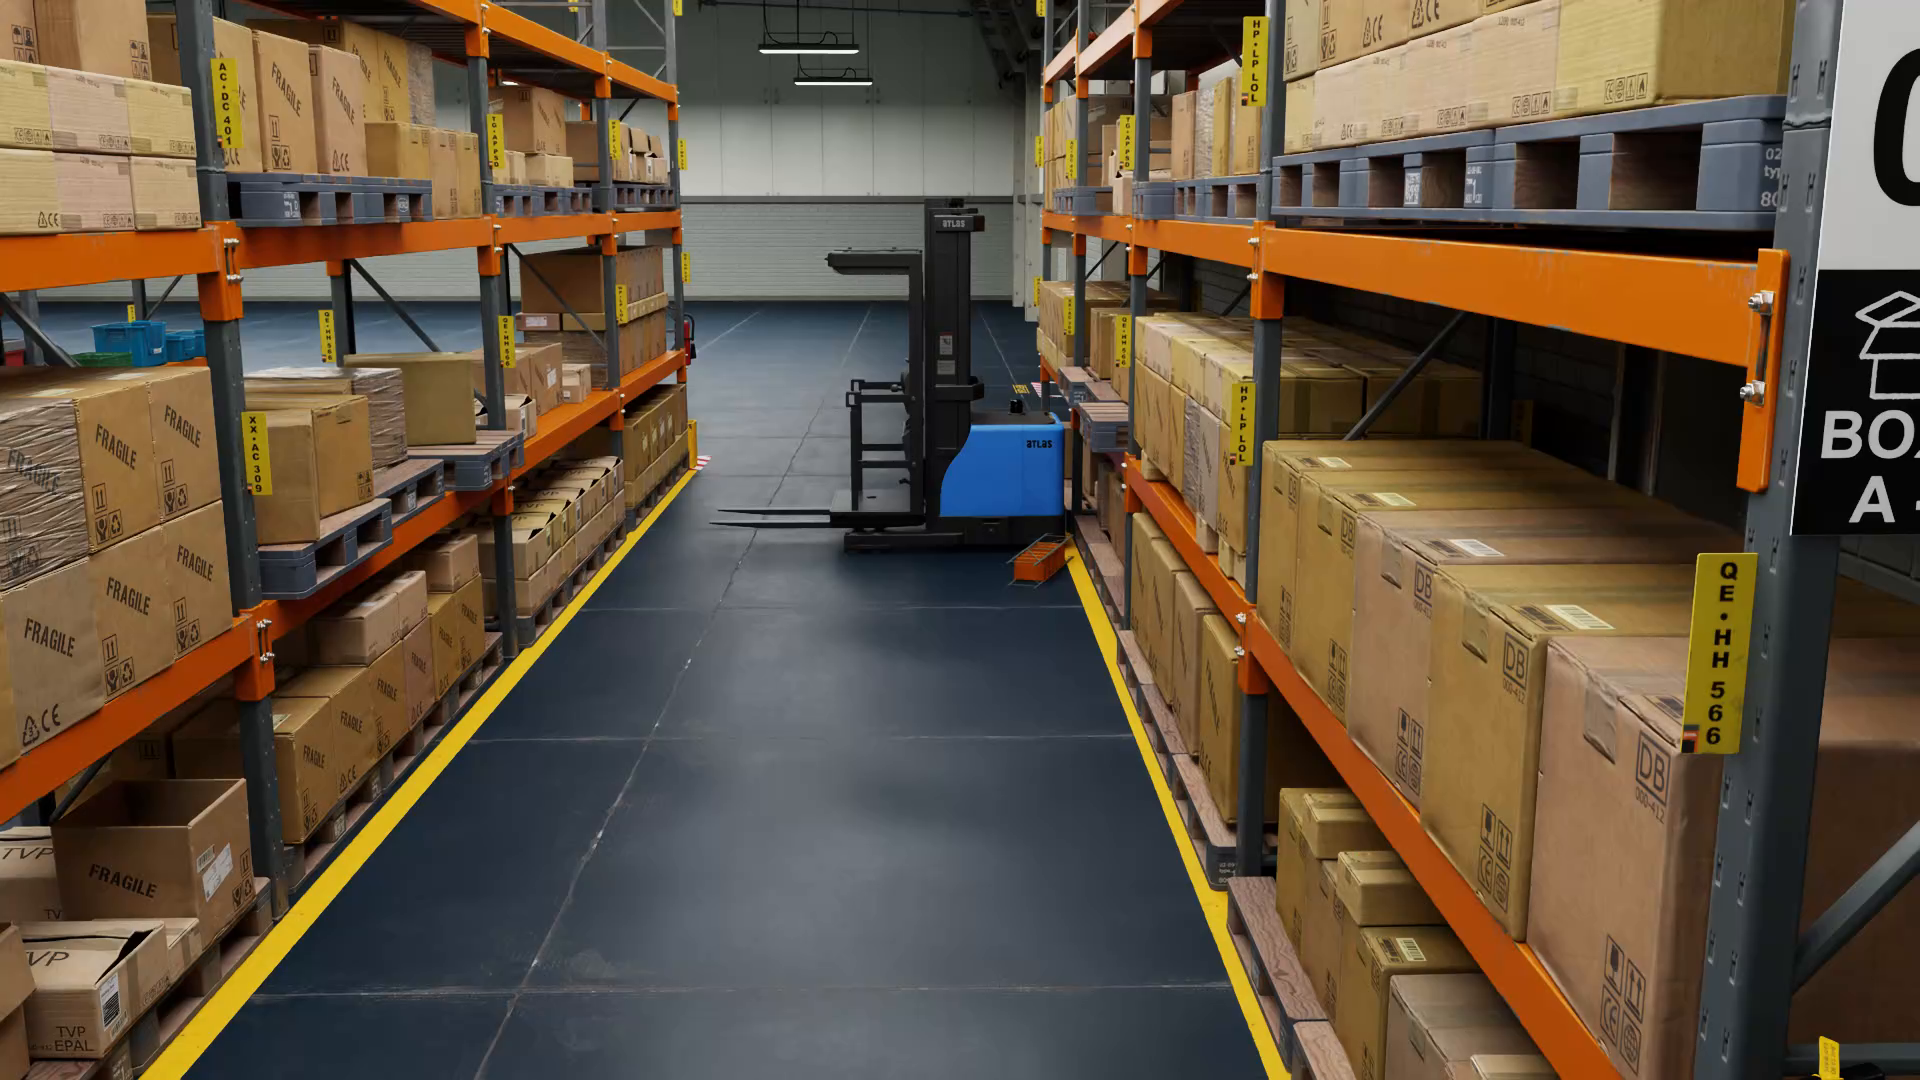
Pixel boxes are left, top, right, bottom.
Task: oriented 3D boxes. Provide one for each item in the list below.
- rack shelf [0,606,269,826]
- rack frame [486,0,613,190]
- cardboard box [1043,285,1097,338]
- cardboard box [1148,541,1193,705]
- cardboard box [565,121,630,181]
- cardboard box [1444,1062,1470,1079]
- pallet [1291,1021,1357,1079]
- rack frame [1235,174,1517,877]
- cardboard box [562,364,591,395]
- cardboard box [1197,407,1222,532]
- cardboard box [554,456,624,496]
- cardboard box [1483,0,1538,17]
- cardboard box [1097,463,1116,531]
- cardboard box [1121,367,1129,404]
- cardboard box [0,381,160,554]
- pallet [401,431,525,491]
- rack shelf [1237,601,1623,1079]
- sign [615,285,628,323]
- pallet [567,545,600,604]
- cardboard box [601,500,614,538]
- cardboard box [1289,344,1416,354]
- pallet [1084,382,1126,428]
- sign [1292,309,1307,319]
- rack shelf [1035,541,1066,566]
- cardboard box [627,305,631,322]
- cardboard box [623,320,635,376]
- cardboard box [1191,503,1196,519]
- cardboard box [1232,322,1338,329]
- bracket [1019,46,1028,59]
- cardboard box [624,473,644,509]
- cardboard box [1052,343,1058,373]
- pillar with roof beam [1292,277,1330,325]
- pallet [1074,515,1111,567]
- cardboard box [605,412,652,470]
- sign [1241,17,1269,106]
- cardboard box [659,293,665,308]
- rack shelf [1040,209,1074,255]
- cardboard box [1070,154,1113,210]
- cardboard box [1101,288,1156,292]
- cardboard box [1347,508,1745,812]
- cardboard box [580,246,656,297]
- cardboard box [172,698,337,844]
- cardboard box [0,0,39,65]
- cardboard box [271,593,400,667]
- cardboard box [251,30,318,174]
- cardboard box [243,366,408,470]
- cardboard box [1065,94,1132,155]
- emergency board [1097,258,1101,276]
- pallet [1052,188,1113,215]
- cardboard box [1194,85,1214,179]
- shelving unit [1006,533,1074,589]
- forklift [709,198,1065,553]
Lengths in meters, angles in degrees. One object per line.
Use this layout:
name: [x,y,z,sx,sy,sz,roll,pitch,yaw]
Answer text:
rack shelf: [-3.254,0.841,4.680,1.077,0.370,4.000,0,11,-1]
rack frame: [-3.460,-4.440,13.811,1.000,3.000,0.127,0,11,-1]
cardboard box: [1.123,-2.323,16.904,0.500,0.500,0.500,-1,11,-3]
cardboard box: [1.471,0.443,9.182,0.750,0.750,0.750,0,11,-1]
cardboard box: [-3.207,-3.394,14.542,0.500,0.500,0.500,1,11,4]
cardboard box: [1.615,1.646,4.134,0.700,0.500,0.500,0,11,-1]
pallet: [1.623,1.831,5.005,1.003,0.211,1.213,0,11,-1]
rack frame: [1.657,0.069,6.673,1.000,3.000,0.127,0,11,-1]
cardboard box: [-3.407,-1.329,13.941,0.500,0.250,0.500,0,11,2]
cardboard box: [1.375,-0.327,7.578,0.500,0.500,0.500,0,11,-1]
cardboard box: [-3.165,-0.554,14.192,0.500,0.311,0.500,0,11,-1]
cardboard box: [1.453,-1.398,3.546,0.500,0.500,0.500,0,11,1]
cardboard box: [1.524,-0.365,13.995,0.700,0.500,0.500,0,11,1]
cardboard box: [1.516,-1.195,11.546,0.700,0.500,0.500,-1,12,-7]
cardboard box: [-3.013,-0.247,5.467,0.500,0.500,0.500,0,11,-2]
pallet: [-3.294,-0.476,9.844,1.213,0.211,1.003,0,11,-1]
rack shelf: [1.699,0.820,4.784,1.077,0.370,4.000,0,11,-1]
sign: [-2.918,-2.033,14.320,0.100,0.325,0.005,0,11,-1]
pallet: [-3.378,0.256,12.765,1.003,0.211,1.213,0,11,-1]
cardboard box: [-3.153,-0.176,13.743,0.500,0.250,0.500,0,11,-2]
cardboard box: [1.876,-0.799,8.016,0.500,0.250,0.500,-1,11,-3]
pallet: [1.493,-1.025,12.550,1.003,0.211,1.213,0,11,-1]
sign: [2.130,-1.296,10.491,0.100,0.325,0.005,0,11,-1]
rack shelf: [0.738,0.103,13.550,0.258,0.180,0.103,4,12,18]
cardboard box: [-3.295,-2.124,15.601,0.380,0.149,0.250,-1,11,-3]
cardboard box: [-3.500,-1.841,15.840,0.700,0.500,0.500,0,11,0]
cardboard box: [1.391,-0.189,8.527,0.380,0.149,0.250,0,11,1]
cardboard box: [1.851,-1.106,9.529,0.500,0.250,0.500,-1,11,-3]
bracket: [1.500,-11.059,37.385,0.076,0.066,4.783,0,11,-1]
cardboard box: [-3.167,-0.451,15.099,0.500,0.250,0.500,0,11,-1]
cardboard box: [1.151,-1.749,15.963,0.500,0.250,0.500,0,11,-1]
pillar with roof beam: [-1.891,-3.910,11.199,9.100,9.000,0.400,0,11,-1]
pallet: [1.510,0.001,14.026,1.003,0.211,1.213,0,11,-1]
cardboard box: [-3.175,-0.918,15.515,0.500,0.500,0.500,0,11,-1]
sign: [1.115,-1.804,6.271,0.100,0.325,0.005,0,11,-1]
cardboard box: [-3.338,-2.535,17.625,0.380,0.149,0.250,0,11,0]
rack shelf: [1.451,-3.036,16.244,1.077,0.370,4.000,0,11,-1]
cardboard box: [1.234,-3.150,14.693,0.500,0.500,0.500,0,11,0]
cardboard box: [1.658,-2.224,16.418,0.500,0.500,0.500,0,11,0]
cardboard box: [1.687,0.320,4.683,0.980,0.700,0.700,-1,11,-4]
cardboard box: [-3.529,-2.772,17.163,0.700,0.500,0.500,-1,11,-3]
cardboard box: [-3.061,1.003,7.252,0.500,0.500,0.500,-1,11,-4]
cardboard box: [-3.378,-1.722,5.193,0.700,0.500,0.500,0,11,-1]
cardboard box: [-3.082,0.437,8.158,0.500,0.250,0.500,0,11,-1]
cardboard box: [-3.268,-1.917,7.358,0.600,0.600,0.600,0,11,-2]
cardboard box: [-3.424,-0.652,8.921,0.700,0.500,0.500,2,12,10]
cardboard box: [1.211,-3.638,14.587,0.500,0.500,0.500,-1,12,-6]
emergency board: [2.152,-3.864,26.063,0.194,1.169,0.643,0,11,-1]
pallet: [1.398,-2.776,13.625,1.213,0.211,1.003,0,11,-1]
cardboard box: [1.706,-2.259,9.248,0.700,0.500,0.500,-1,12,-4]
shelving unit: [0.650,0.158,13.286,0.258,0.189,1.200,4,12,18]
forklift: [-0.629,-1.434,14.254,3.031,2.935,1.130,0,11,-1]
